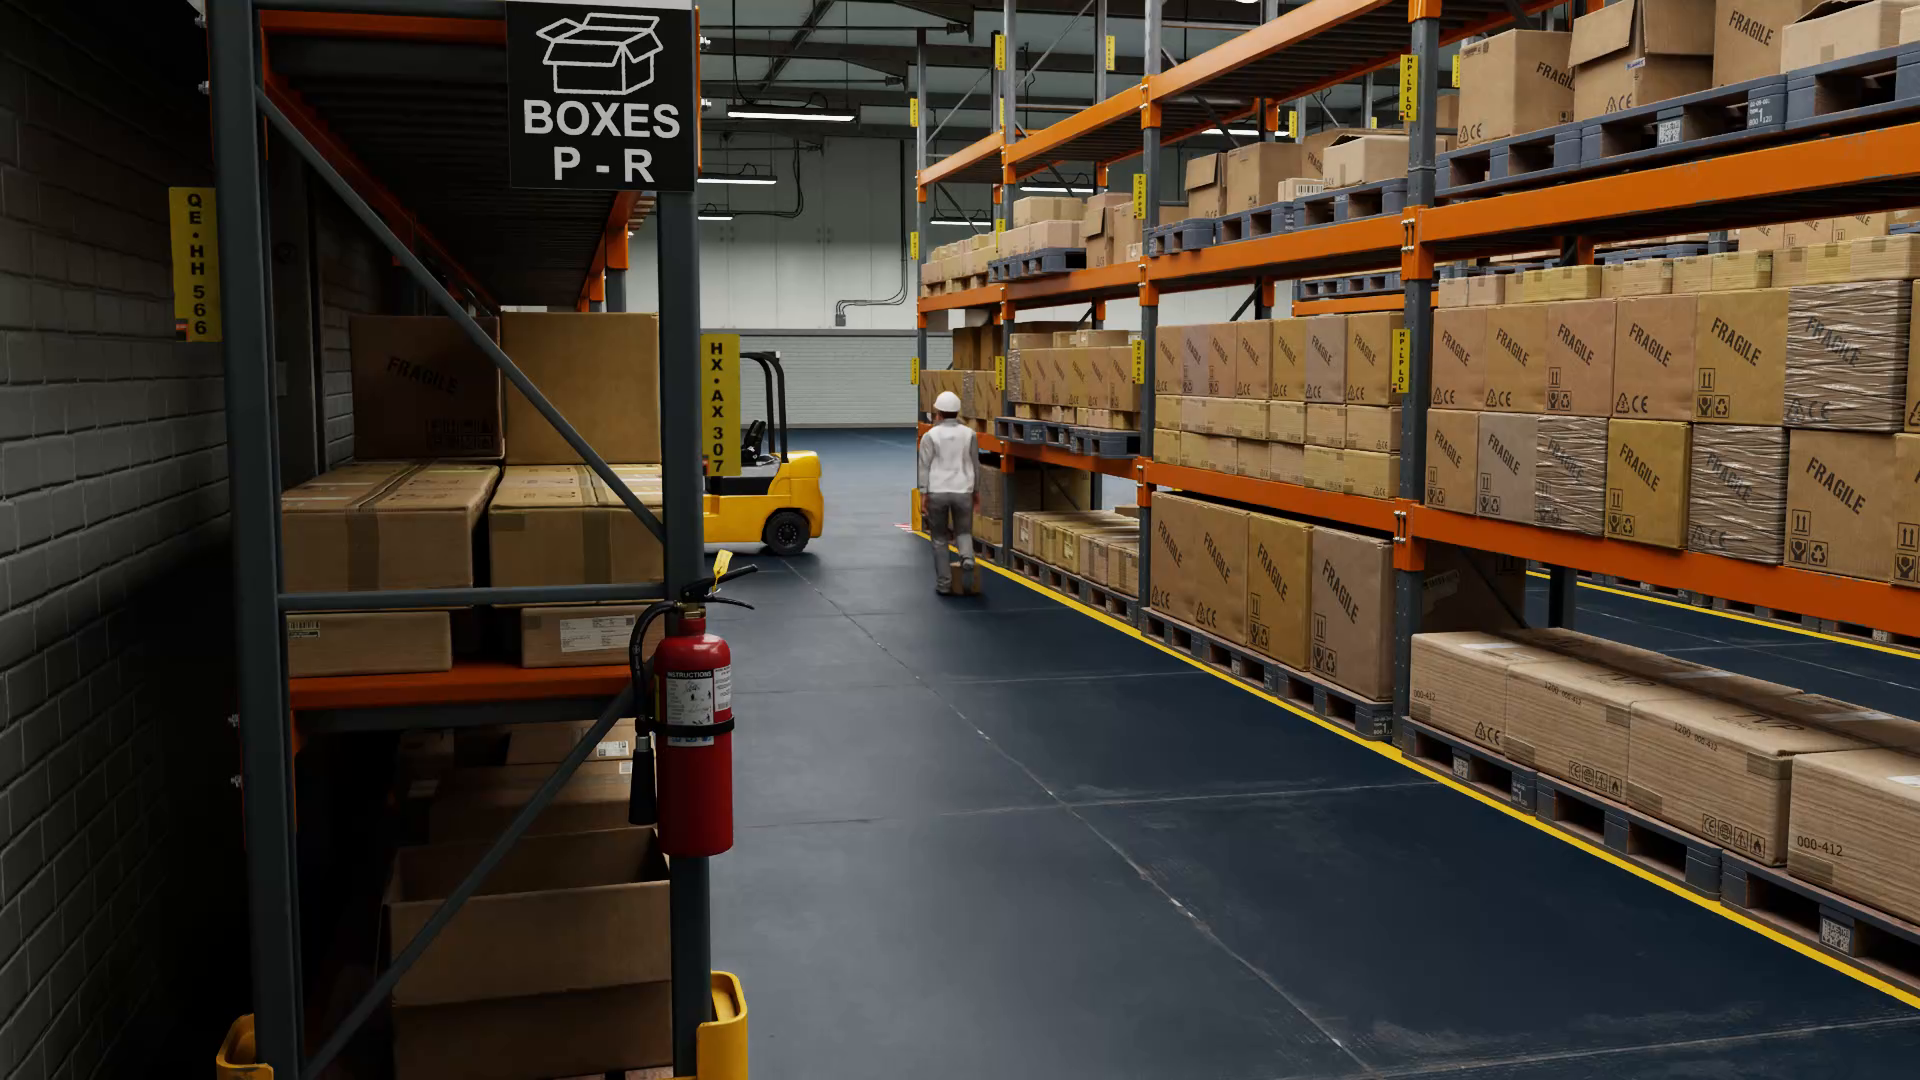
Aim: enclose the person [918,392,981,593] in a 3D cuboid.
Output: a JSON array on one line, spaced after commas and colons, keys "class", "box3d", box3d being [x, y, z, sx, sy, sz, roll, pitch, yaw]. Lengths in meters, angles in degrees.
[{"class": "person", "box3d": [-0.088, -0.406, 14.443, 0.565, 1.759, 0.632, -1, 6, -12]}]
